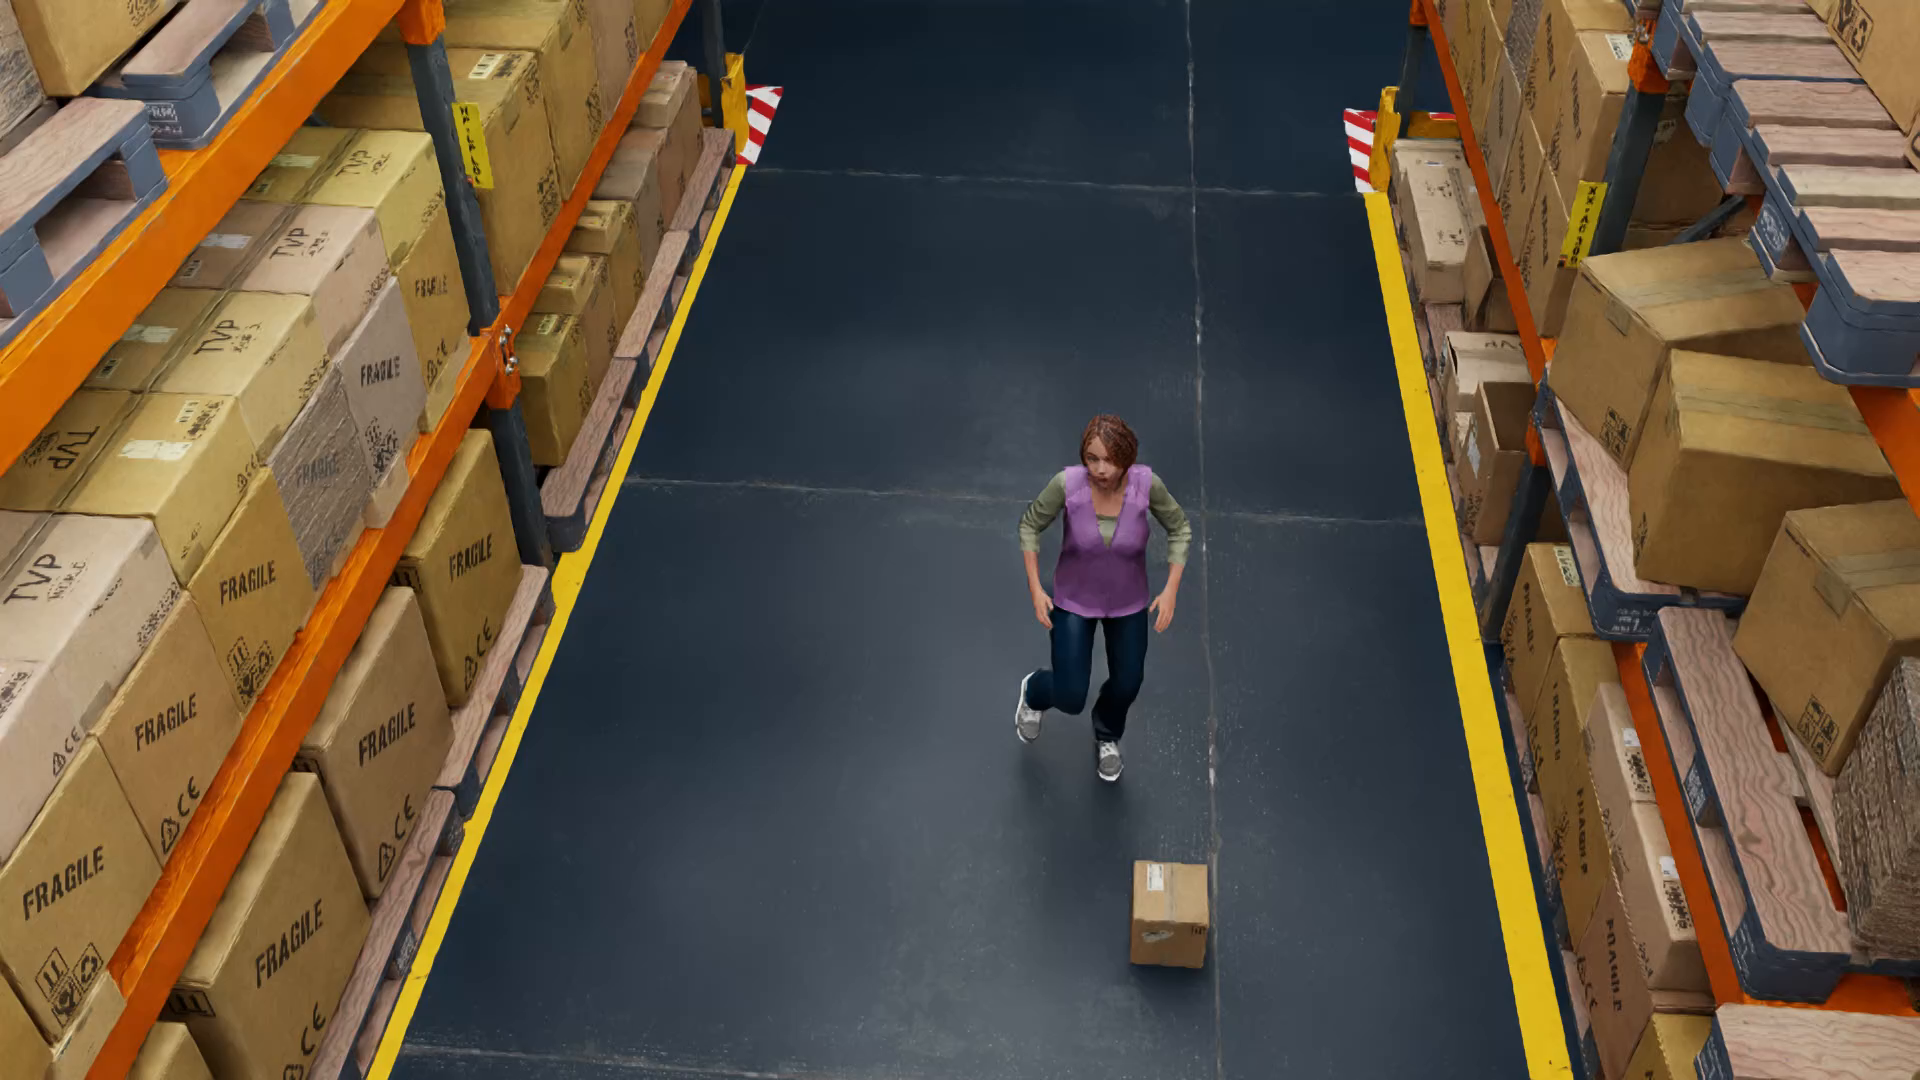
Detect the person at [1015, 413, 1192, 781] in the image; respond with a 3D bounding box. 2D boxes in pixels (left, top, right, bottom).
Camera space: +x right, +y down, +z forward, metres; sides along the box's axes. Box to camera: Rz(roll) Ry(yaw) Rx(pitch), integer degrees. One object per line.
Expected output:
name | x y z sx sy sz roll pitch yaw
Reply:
person | 0.520 0.233 5.920 0.602 1.564 0.442 -5 41 -5
